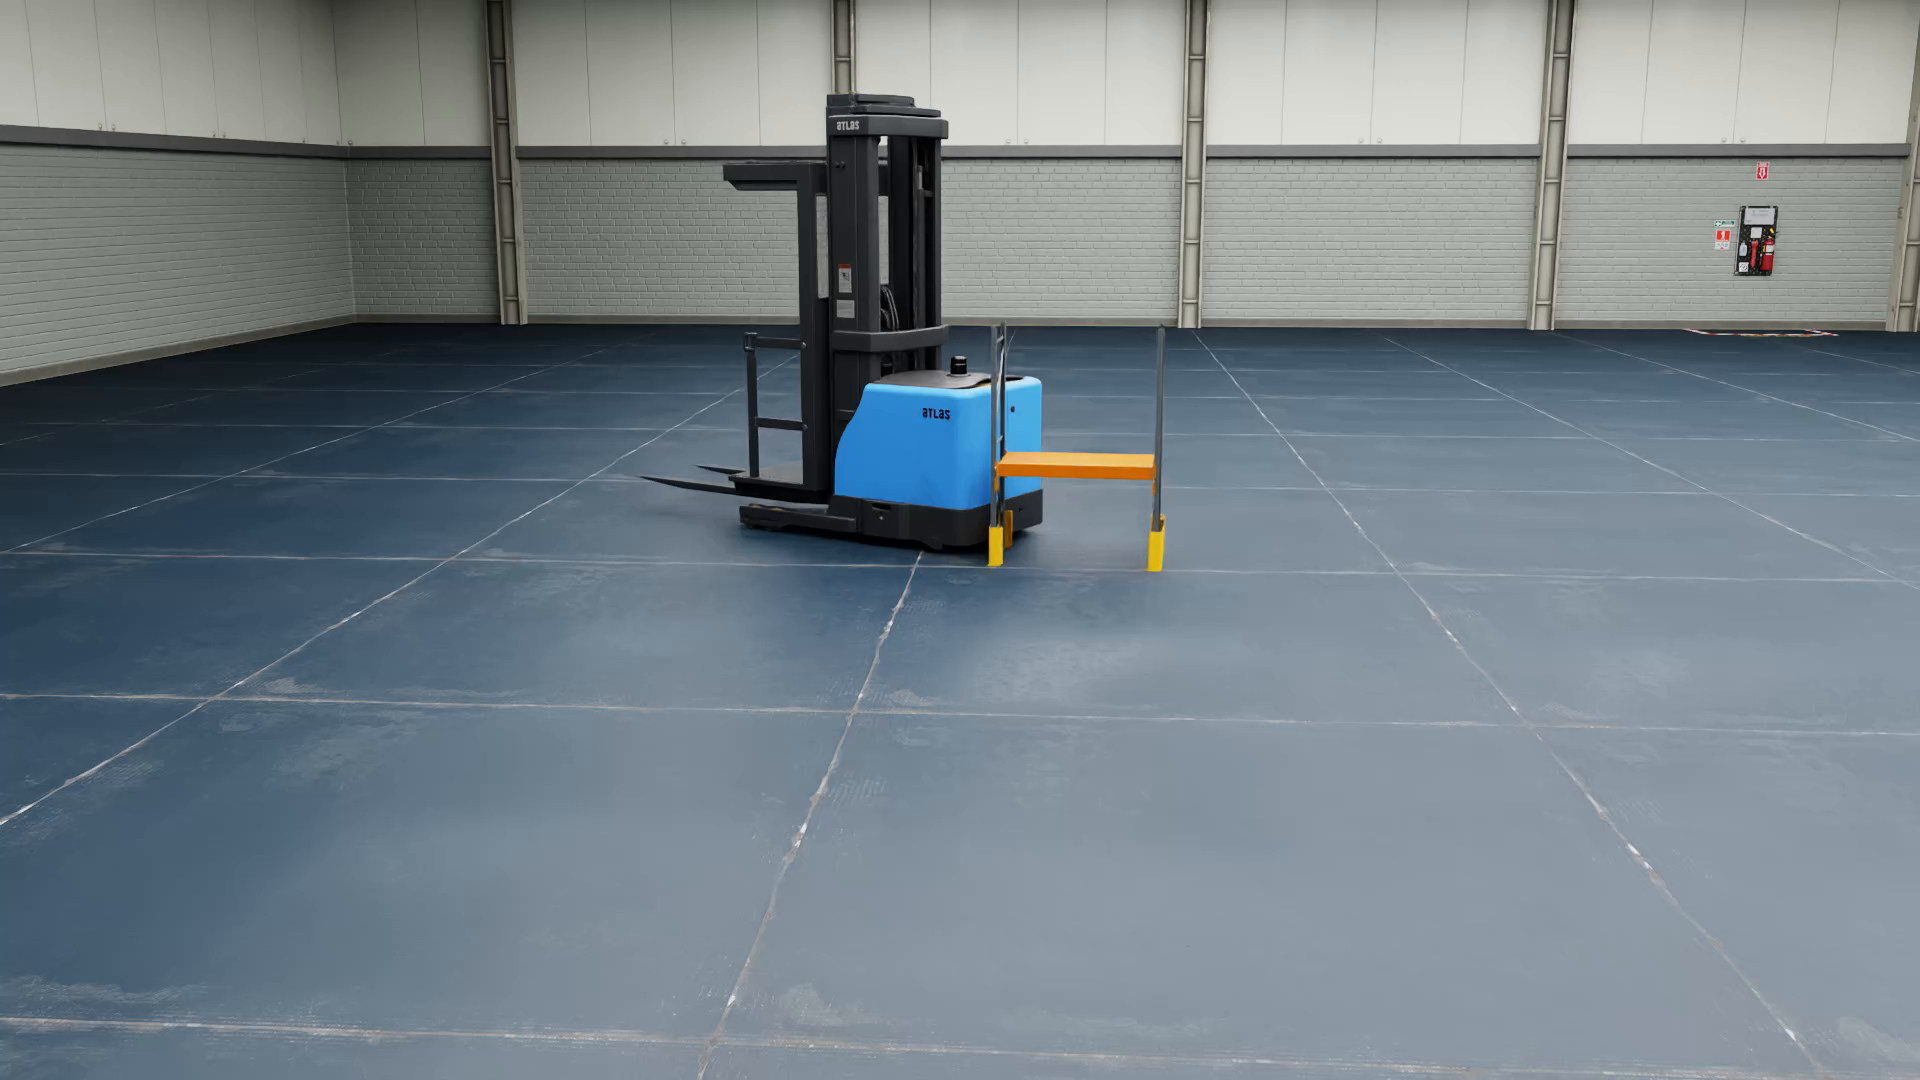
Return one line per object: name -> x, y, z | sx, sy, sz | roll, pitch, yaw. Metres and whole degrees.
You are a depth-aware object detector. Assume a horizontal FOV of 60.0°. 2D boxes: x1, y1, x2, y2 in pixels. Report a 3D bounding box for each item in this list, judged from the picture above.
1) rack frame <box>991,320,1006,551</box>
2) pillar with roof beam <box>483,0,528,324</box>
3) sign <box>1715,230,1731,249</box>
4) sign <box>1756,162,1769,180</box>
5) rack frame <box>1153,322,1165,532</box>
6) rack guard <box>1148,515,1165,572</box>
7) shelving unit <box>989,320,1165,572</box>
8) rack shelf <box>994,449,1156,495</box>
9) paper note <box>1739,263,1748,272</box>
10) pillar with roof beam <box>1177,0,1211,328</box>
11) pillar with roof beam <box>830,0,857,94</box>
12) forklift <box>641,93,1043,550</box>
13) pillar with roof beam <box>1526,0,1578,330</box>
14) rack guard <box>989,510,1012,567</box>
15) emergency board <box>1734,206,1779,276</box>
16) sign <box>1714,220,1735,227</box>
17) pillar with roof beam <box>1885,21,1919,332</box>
rack frame -> 0.244, -0.626, 10.598 | 0.032, 1.500, 0.500 | 2, 12, 8
pillar with roof beam -> -8.268, -7.400, 24.667 | 0.400, 9.000, 9.100 | 1, 12, 4
sign -> 12.958, -5.103, 28.248 | 0.234, 0.329, 0.001 | 1, 12, 4
sign -> 13.502, -6.212, 27.975 | 0.199, 0.298, 0.001 | 1, 12, 4
rack frame -> 1.250, -0.596, 10.453 | 0.032, 1.500, 0.500 | 2, 12, 8
rack guard -> 1.249, 0.016, 10.581 | 0.087, 0.250, 0.587 | 2, 12, 8
shelving unit -> 0.756, -0.611, 10.524 | 1.083, 1.500, 0.587 | 2, 12, 8
rack shelf -> 0.747, -0.435, 10.562 | 1.000, 0.185, 0.538 | 2, 12, 8
paper note -> 13.331, -4.642, 28.284 | 0.142, 0.148, 0.016 | 1, 12, 4
pillar with roof beam -> 3.705, -7.236, 23.882 | 0.400, 9.000, 9.100 | 1, 12, 4
pillar with roof beam -> -2.281, -7.318, 24.274 | 0.400, 9.000, 9.100 | 1, 12, 4
forklift -> -0.940, -1.575, 11.640 | 3.031, 2.935, 1.130 | 8, 14, 33
pillar with roof beam -> 9.692, -7.154, 23.490 | 0.400, 9.000, 9.100 | 1, 12, 4
rack guard -> 0.264, -0.014, 10.723 | 0.087, 0.250, 0.587 | 2, 12, 8
emergency board -> 13.503, -5.056, 28.115 | 0.643, 1.169, 0.194 | 1, 12, 4
sign -> 12.962, -5.360, 28.185 | 0.331, 0.109, 0.001 | 1, 12, 4
pillar with roof beam -> 15.679, -7.072, 23.097 | 0.400, 9.000, 9.100 | 1, 12, 4
